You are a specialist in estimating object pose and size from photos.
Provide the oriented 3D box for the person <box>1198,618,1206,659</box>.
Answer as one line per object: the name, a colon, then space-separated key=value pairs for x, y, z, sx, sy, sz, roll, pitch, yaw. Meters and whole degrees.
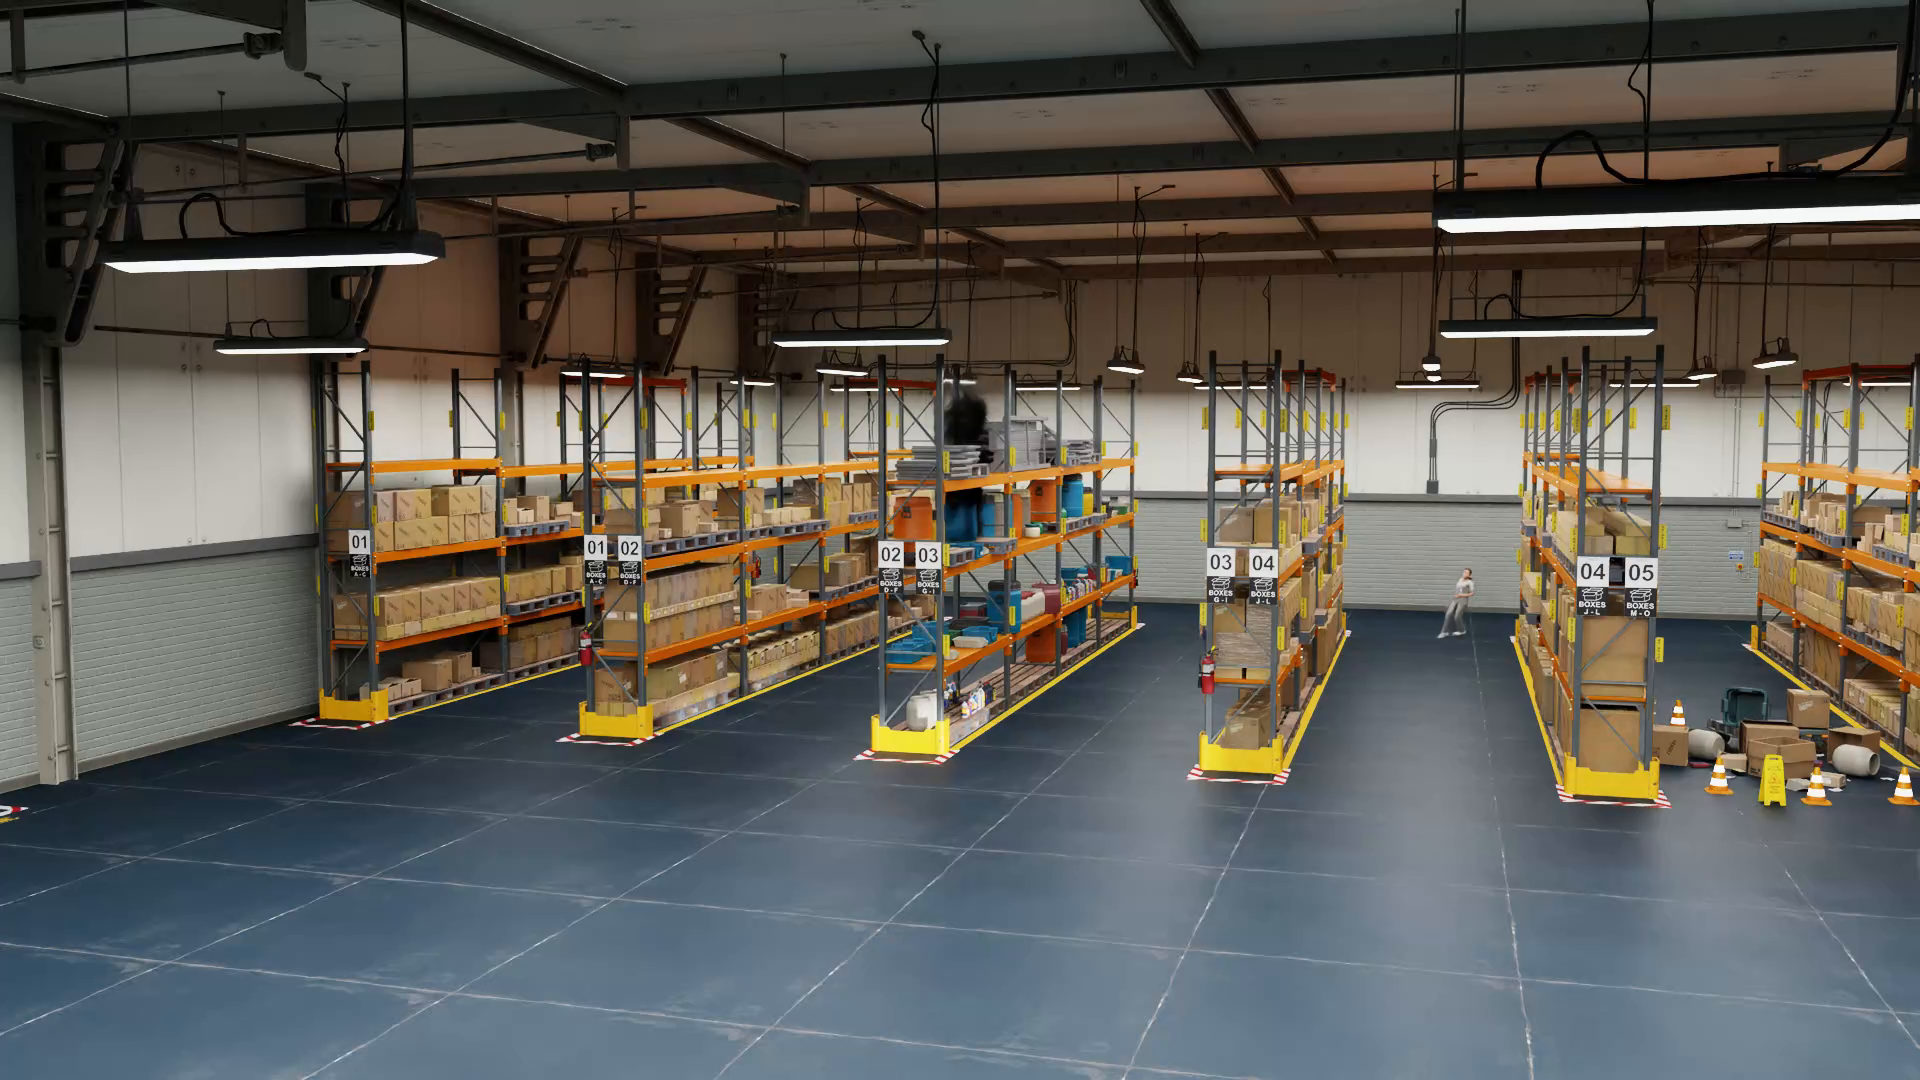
person: x=4.870 y=1.909 z=31.974 sx=0.620 sy=1.614 sz=0.824 roll=1 pitch=4 yaw=12

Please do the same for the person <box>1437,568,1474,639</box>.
person: x=11.474 y=1.455 z=38.234 sx=0.745 sy=1.644 sz=0.637 roll=-3 pitch=5 yaw=-33
